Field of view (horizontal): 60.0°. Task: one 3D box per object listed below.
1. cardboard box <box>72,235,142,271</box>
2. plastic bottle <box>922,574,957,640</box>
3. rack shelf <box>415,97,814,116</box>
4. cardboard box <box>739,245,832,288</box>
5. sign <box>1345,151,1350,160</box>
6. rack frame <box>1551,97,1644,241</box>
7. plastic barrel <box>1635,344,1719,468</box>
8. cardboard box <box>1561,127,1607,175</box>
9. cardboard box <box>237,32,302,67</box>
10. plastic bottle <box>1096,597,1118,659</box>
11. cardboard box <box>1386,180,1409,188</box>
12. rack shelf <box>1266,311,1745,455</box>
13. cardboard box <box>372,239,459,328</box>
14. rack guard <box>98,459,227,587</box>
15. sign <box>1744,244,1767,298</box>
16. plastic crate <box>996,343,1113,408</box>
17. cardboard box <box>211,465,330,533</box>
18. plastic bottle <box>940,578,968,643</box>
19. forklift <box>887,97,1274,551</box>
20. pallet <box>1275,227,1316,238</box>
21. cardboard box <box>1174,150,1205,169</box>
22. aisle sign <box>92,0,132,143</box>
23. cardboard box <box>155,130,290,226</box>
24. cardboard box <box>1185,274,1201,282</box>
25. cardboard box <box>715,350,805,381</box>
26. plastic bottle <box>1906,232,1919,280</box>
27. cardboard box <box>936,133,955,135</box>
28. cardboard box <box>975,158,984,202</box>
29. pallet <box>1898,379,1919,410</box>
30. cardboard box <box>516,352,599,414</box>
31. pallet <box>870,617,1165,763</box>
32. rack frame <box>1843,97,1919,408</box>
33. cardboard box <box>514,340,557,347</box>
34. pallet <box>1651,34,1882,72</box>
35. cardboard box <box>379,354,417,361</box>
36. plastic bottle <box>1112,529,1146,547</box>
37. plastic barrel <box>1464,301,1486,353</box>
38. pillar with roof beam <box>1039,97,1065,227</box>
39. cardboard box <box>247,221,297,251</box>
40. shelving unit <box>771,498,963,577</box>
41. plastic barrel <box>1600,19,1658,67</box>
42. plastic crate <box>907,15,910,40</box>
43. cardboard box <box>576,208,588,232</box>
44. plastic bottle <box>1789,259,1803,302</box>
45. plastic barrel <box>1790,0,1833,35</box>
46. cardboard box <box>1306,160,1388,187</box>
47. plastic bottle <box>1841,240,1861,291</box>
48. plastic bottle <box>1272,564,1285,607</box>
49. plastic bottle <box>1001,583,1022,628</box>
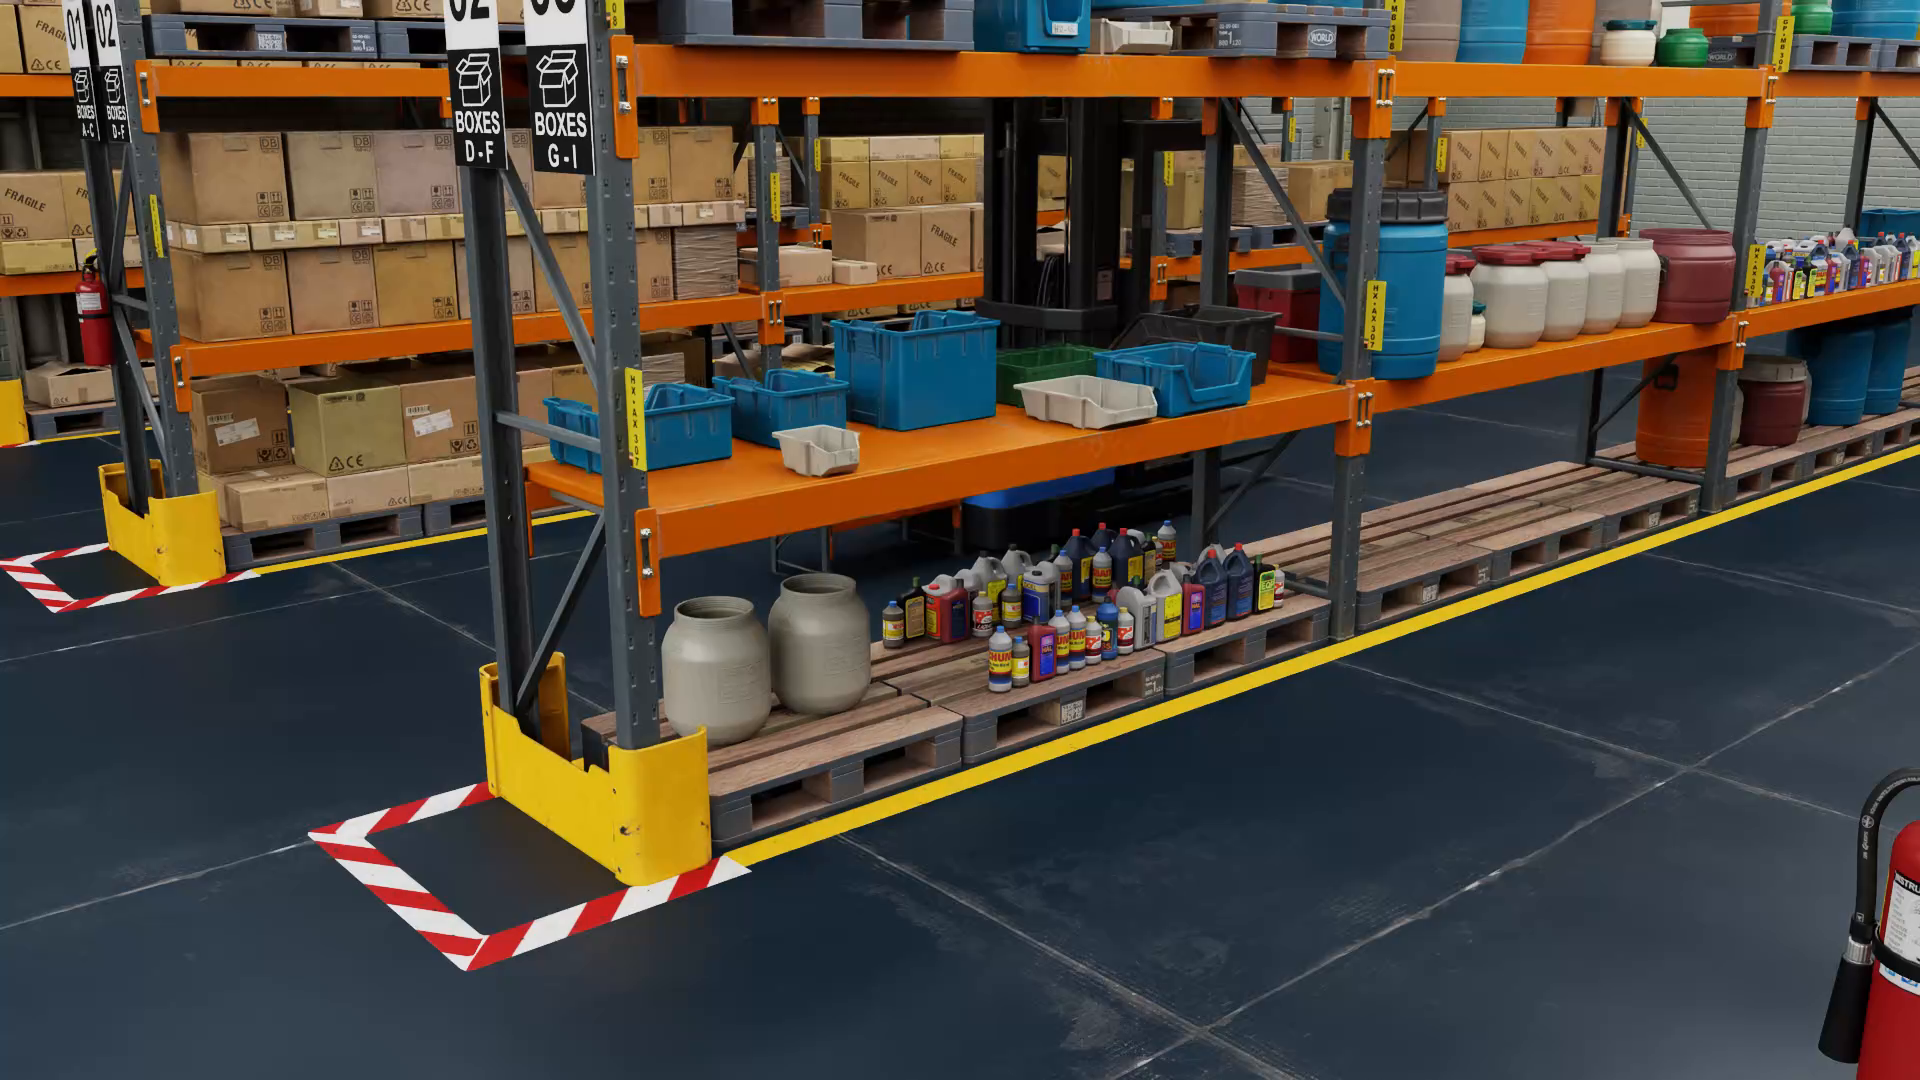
[{"bbox_3d":[-6.947,-2.341,13.452,0.500,0.250,0.500,-13,20,-41],"label":"cardboard box"},{"bbox_3d":[-0.096,0.306,7.716,0.135,0.276,0.152,-12,19,-39],"label":"plastic bottle"},{"bbox_3d":[-3.379,-4.410,16.529,4.000,0.370,1.077,-13,19,-39],"label":"rack shelf"},{"bbox_3d":[-1.291,-2.025,12.310,0.500,0.250,0.500,-11,19,-36],"label":"cardboard box"},{"bbox_3d":[4.040,-3.884,17.299,0.005,0.325,0.100,-13,19,-39],"label":"sign"},{"bbox_3d":[7.419,-4.039,19.557,0.127,3.000,1.000,-13,19,-39],"label":"rack frame"},{"bbox_3d":[4.991,-0.959,11.419,0.708,0.830,0.600,-13,19,-39],"label":"plastic barrel"},{"bbox_3d":[6.883,-4.355,18.611,0.500,0.500,0.500,-12,19,-38],"label":"cardboard box"},{"bbox_3d":[-5.890,-4.159,13.961,0.500,0.500,0.500,-14,20,-41],"label":"cardboard box"},{"bbox_3d":[0.657,0.387,7.425,0.097,0.271,0.097,0,15,0],"label":"plastic bottle"},{"bbox_3d":[4.610,-3.544,17.511,0.500,0.500,0.500,-12,19,-38],"label":"cardboard box"},{"bbox_3d":[3.124,-1.032,9.695,4.000,0.370,1.077,-13,19,-39],"label":"rack shelf"},{"bbox_3d":[-3.519,-1.626,10.331,0.500,0.500,0.700,-12,19,-39],"label":"cardboard box"},{"bbox_3d":[-4.669,-0.116,9.717,0.348,0.500,1.175,-13,19,-39],"label":"rack guard"},{"bbox_3d":[4.999,-1.691,10.453,0.005,0.325,0.100,-13,19,-39],"label":"sign"},{"bbox_3d":[0.406,-0.763,7.706,0.662,0.188,0.450,-13,19,-39],"label":"plastic crate"},{"bbox_3d":[-4.100,-0.250,9.888,0.500,0.250,0.500,-13,19,-39],"label":"cardboard box"},{"bbox_3d":[-0.026,0.323,7.638,0.133,0.283,0.061,-13,19,-39],"label":"plastic bottle"},{"bbox_3d":[0.938,-1.650,10.749,3.031,2.935,1.130,-14,20,-42],"label":"forklift"},{"bbox_3d":[3.727,-3.154,16.618,1.213,0.211,1.003,-13,19,-39],"label":"pallet"},{"bbox_3d":[2.664,-4.806,21.849,0.700,0.700,0.980,-14,20,-42],"label":"cardboard box"},{"bbox_3d":[-4.499,-2.513,8.809,0.004,0.787,0.394,-13,19,-39],"label":"aisle sign"},{"bbox_3d":[-4.250,-2.089,9.550,0.500,0.500,0.700,-13,19,-39],"label":"cardboard box"},{"bbox_3d":[2.946,-3.689,22.280,0.500,0.500,0.700,-13,20,-41],"label":"cardboard box"},{"bbox_3d":[-1.516,-1.276,12.641,0.500,0.311,0.500,-13,19,-39],"label":"cardboard box"},{"bbox_3d":[7.172,-2.153,12.593,0.185,0.351,0.144,-13,19,-39],"label":"plastic bottle"},{"bbox_3d":[-0.136,-4.686,19.717,0.500,0.250,0.500,-14,20,-41],"label":"cardboard box"},{"bbox_3d":[0.201,-4.227,19.455,0.500,0.500,0.500,-13,19,-39],"label":"cardboard box"},{"bbox_3d":[8.180,-1.181,14.262,1.213,0.211,1.003,-13,19,-39],"label":"pallet"},{"bbox_3d":[-2.599,-0.954,11.068,0.500,0.500,0.500,-13,19,-39],"label":"cardboard box"},{"bbox_3d":[0.161,0.620,7.521,1.213,0.211,1.003,-13,19,-39],"label":"pallet"},{"bbox_3d":[7.650,-2.396,13.408,0.127,3.000,1.000,-13,19,-39],"label":"rack frame"},{"bbox_3d":[-4.344,-2.102,16.299,0.500,0.500,0.700,-12,19,-38],"label":"cardboard box"},{"bbox_3d":[5.274,-3.187,10.922,1.213,0.211,1.003,-13,19,-39],"label":"pallet"},{"bbox_3d":[-5.272,-1.717,15.502,0.380,0.166,0.250,13,20,40],"label":"cardboard box"},{"bbox_3d":[0.861,0.091,8.521,0.135,0.276,0.152,-12,19,-37],"label":"plastic bottle"},{"bbox_3d":[2.715,-1.168,9.079,0.301,0.262,0.301,0,15,0],"label":"plastic barrel"},{"bbox_3d":[3.933,-6.672,17.791,0.400,9.000,9.100,-13,19,-39],"label":"pillar with roof beam"},{"bbox_3d":[-4.016,-1.760,9.574,0.250,0.149,0.380,-13,20,-41],"label":"cardboard box"},{"bbox_3d":[-0.532,-0.403,9.578,1.048,1.125,0.538,-14,20,-42],"label":"shelving unit"},{"bbox_3d":[3.827,-2.840,9.525,0.301,0.262,0.301,0,15,0],"label":"plastic barrel"},{"bbox_3d":[-0.161,-2.186,6.841,0.575,0.384,0.392,-13,19,-39],"label":"plastic crate"},{"bbox_3d":[-2.467,-2.108,10.877,0.250,0.149,0.380,-13,20,-40],"label":"cardboard box"},{"bbox_3d":[5.652,-1.765,11.270,0.133,0.283,0.061,-13,19,-39],"label":"plastic bottle"},{"bbox_3d":[5.583,-3.430,10.954,0.294,0.245,0.294,0,15,0],"label":"plastic barrel"},{"bbox_3d":[3.897,-3.575,16.816,0.700,0.500,0.500,8,17,28],"label":"cardboard box"},{"bbox_3d":[6.341,-1.966,11.894,0.185,0.351,0.144,-13,19,-39],"label":"plastic bottle"},{"bbox_3d":[1.546,0.221,8.181,0.097,0.201,0.097,0,15,0],"label":"plastic bottle"},{"bbox_3d":[0.243,0.306,7.861,0.097,0.201,0.097,0,15,0],"label":"plastic bottle"}]
